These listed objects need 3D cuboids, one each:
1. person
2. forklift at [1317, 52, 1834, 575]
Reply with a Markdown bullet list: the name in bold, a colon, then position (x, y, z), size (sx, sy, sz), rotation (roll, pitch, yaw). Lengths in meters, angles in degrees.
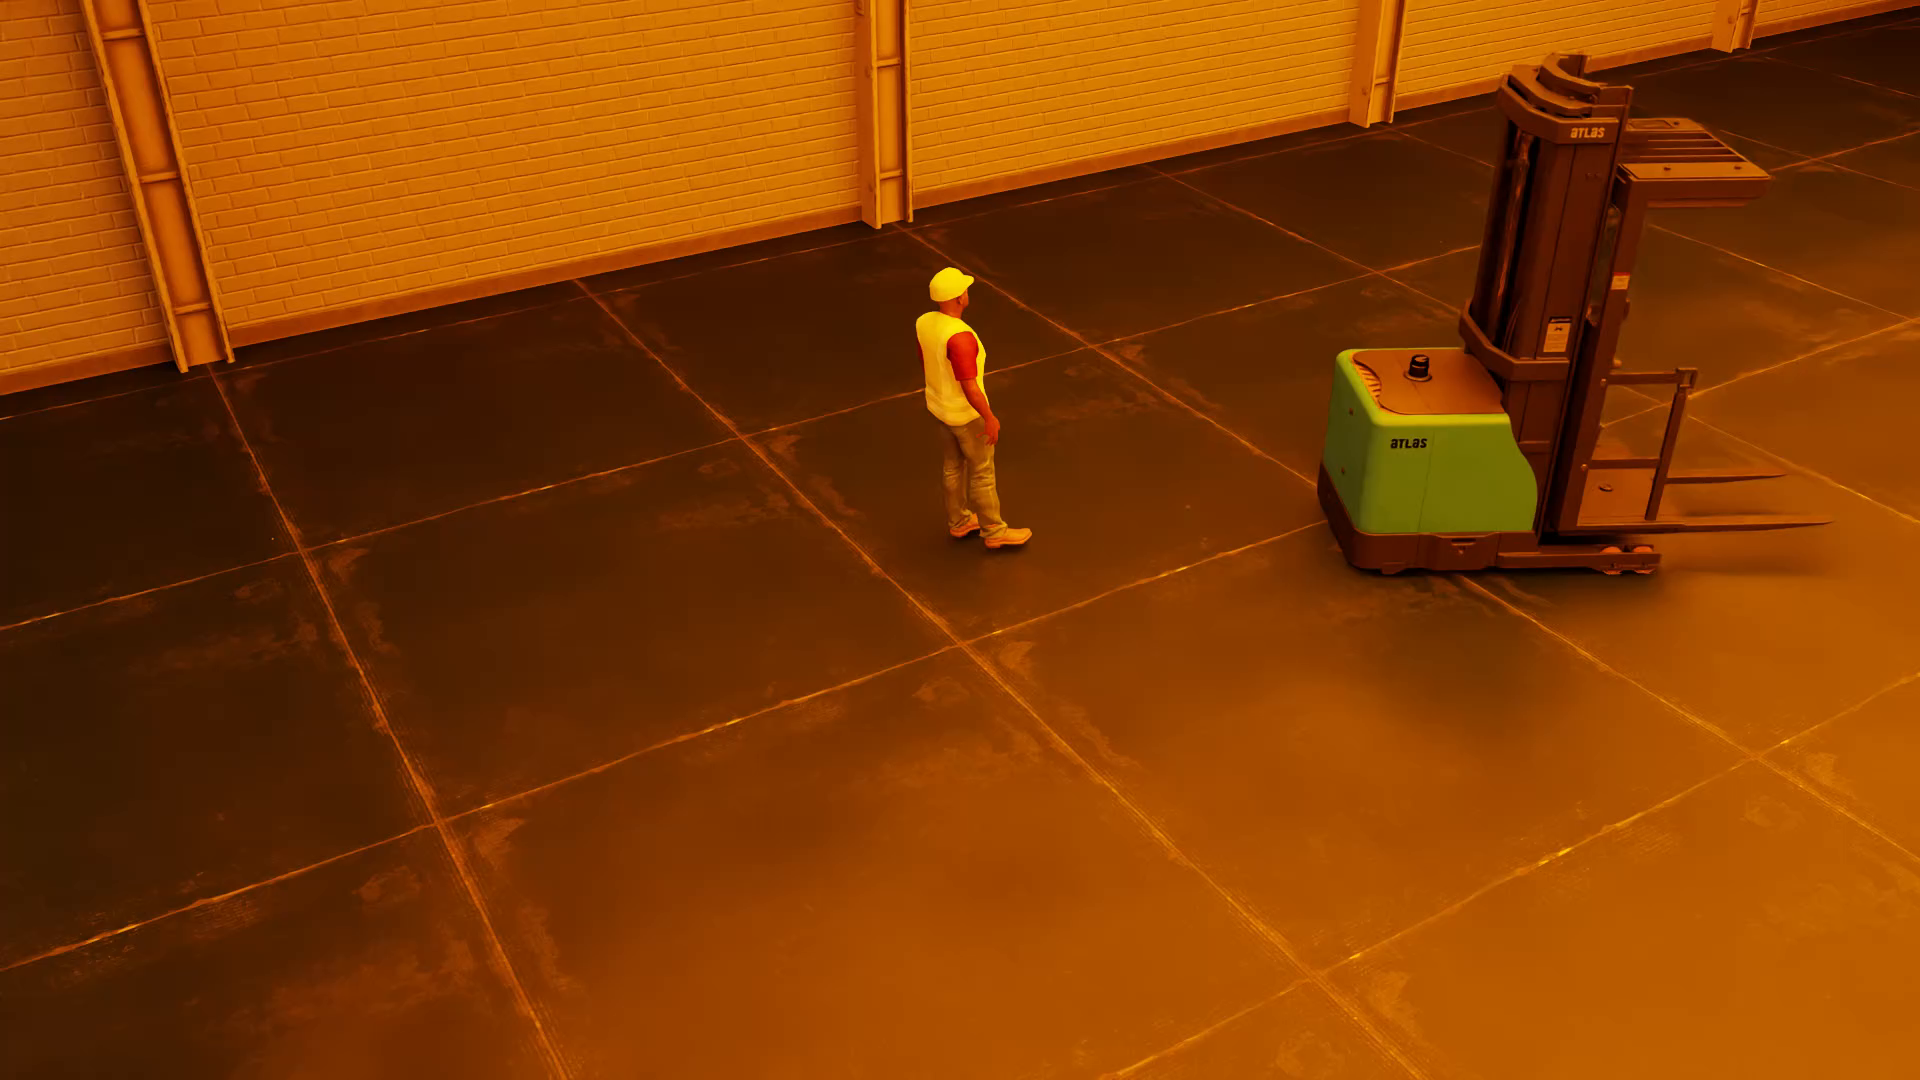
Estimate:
- **person**: position (0.063, -0.815, 10.048), size (0.575, 1.767, 0.665), rotation (-17, 35, -26)
- **forklift**: position (3.866, -1.319, 9.850), size (3.031, 2.935, 1.130), rotation (-1, 31, -2)
